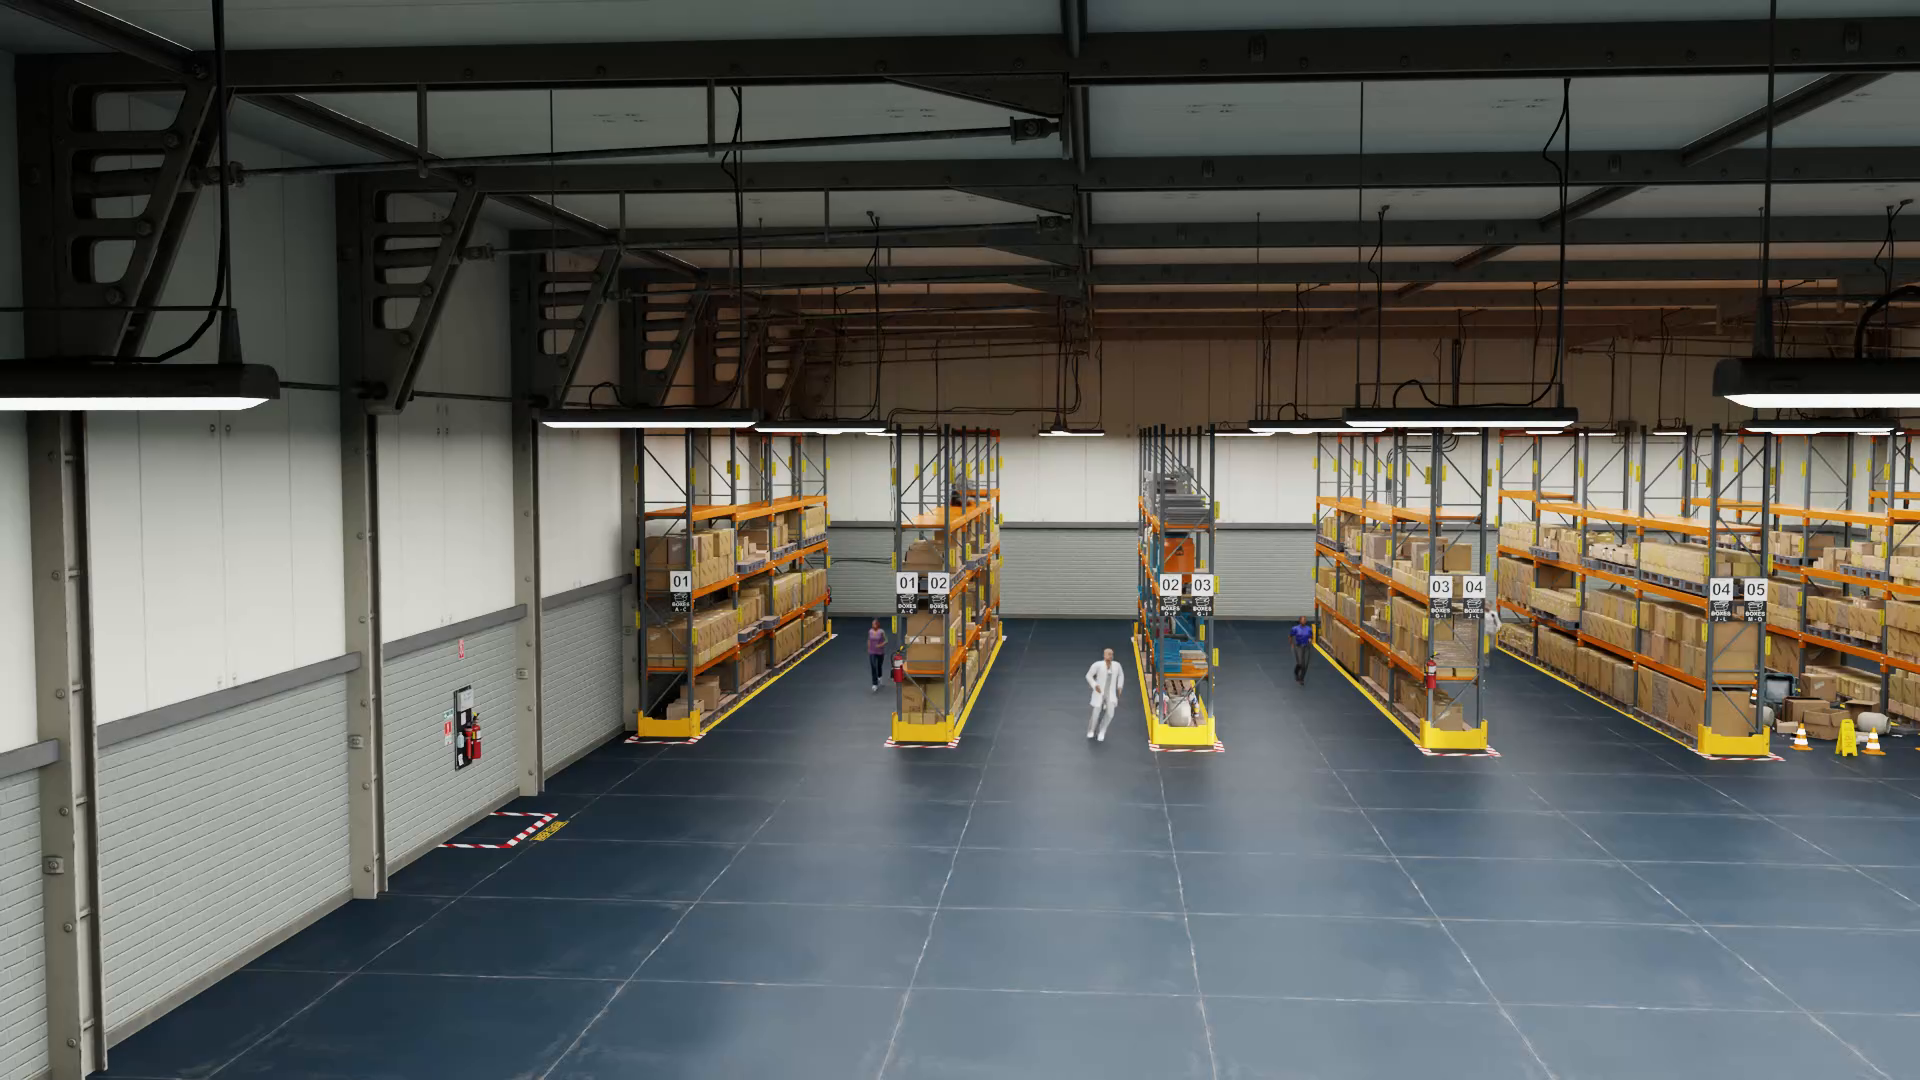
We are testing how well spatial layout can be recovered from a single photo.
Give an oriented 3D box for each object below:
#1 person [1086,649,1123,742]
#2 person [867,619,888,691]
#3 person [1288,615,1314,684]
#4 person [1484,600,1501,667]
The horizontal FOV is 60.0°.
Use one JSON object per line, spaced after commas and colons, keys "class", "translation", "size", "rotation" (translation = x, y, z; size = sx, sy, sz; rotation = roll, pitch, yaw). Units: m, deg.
{"class": "person", "translation": [2.766, 2.946, 31.559], "size": [0.775, 1.775, 0.674], "rotation": [0, 4, -8]}
{"class": "person", "translation": [-1.890, 2.615, 38.061], "size": [0.528, 1.602, 0.802], "rotation": [1, 4, 9]}
{"class": "person", "translation": [7.954, 2.562, 38.631], "size": [0.561, 1.618, 0.570], "rotation": [0, 3, -2]}
{"class": "person", "translation": [13.354, 2.344, 42.054], "size": [0.616, 1.673, 0.537], "rotation": [1, 4, 11]}
